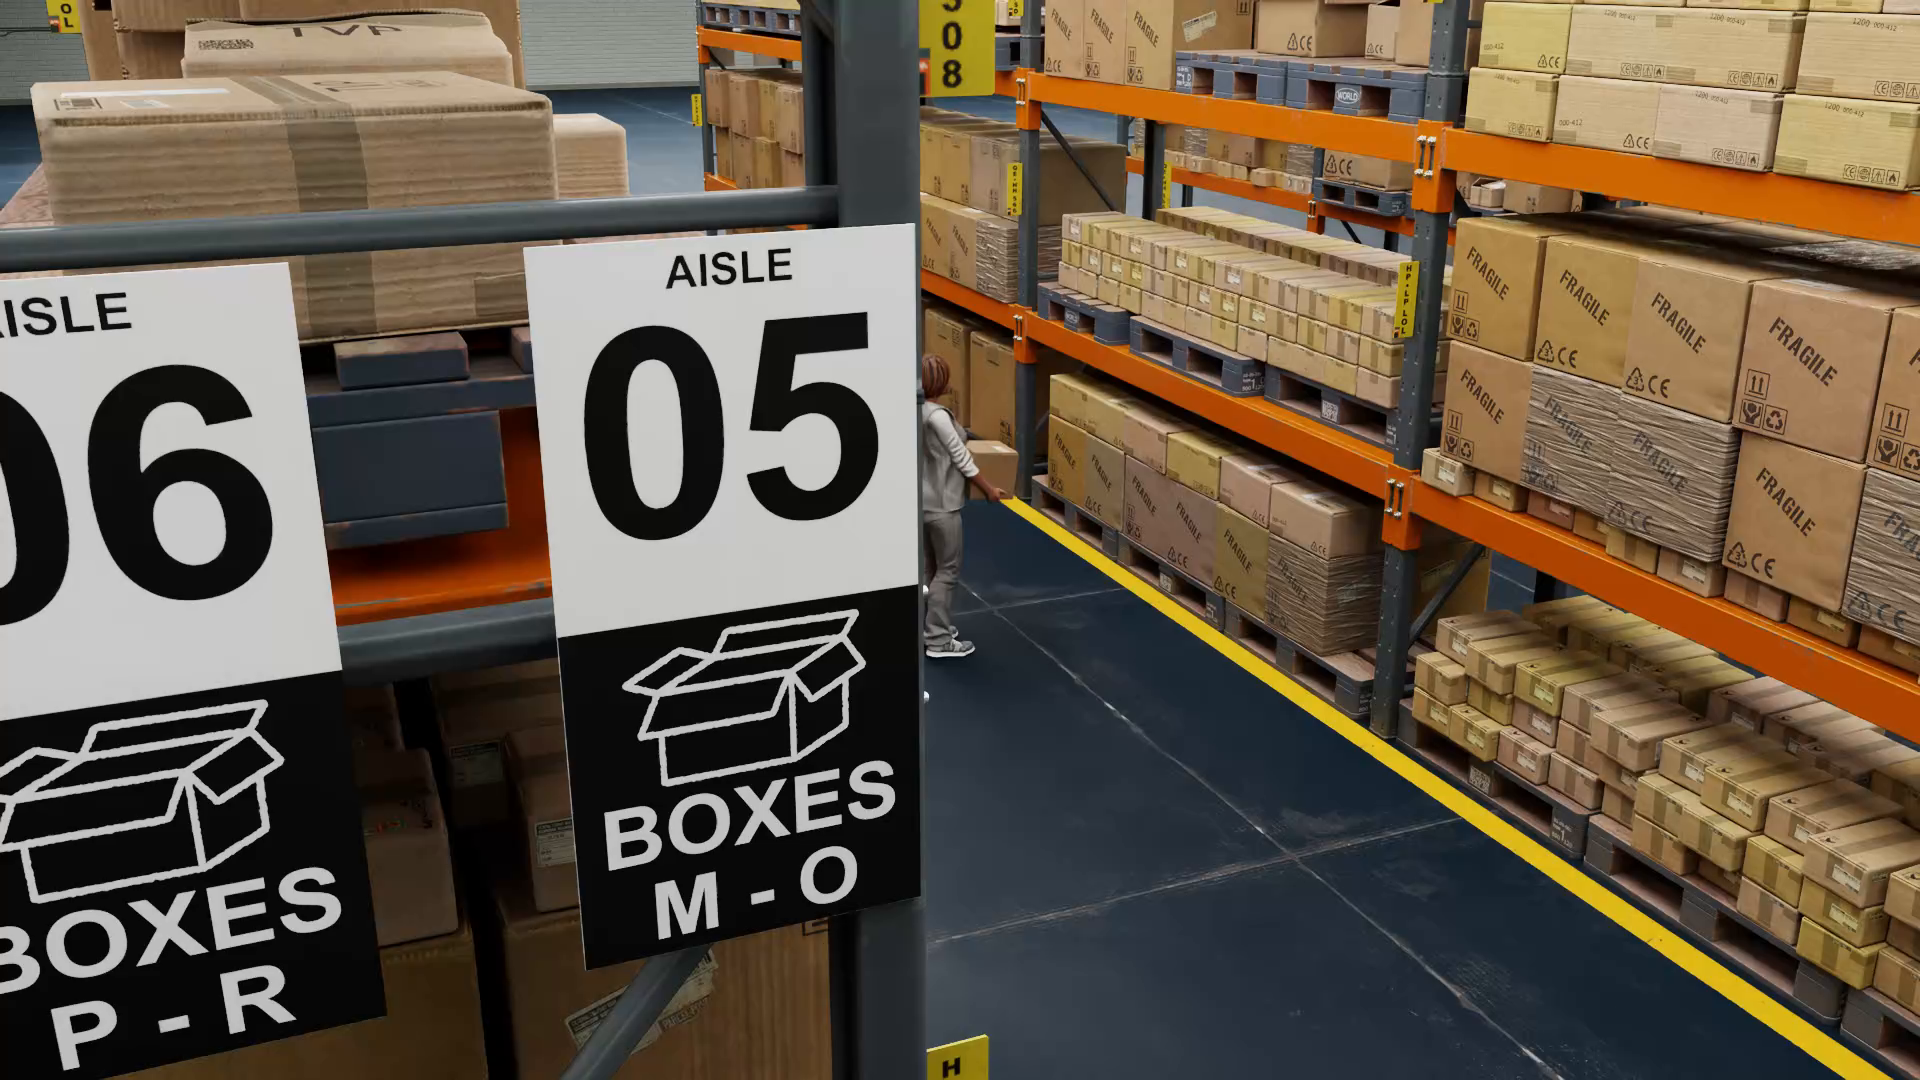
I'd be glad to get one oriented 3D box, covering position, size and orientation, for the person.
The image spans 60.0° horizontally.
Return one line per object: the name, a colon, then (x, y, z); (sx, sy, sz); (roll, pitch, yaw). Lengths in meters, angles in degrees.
person: (-0.037, -0.187, 8.627); (0.496, 1.597, 0.397); (-8, 21, -22)
